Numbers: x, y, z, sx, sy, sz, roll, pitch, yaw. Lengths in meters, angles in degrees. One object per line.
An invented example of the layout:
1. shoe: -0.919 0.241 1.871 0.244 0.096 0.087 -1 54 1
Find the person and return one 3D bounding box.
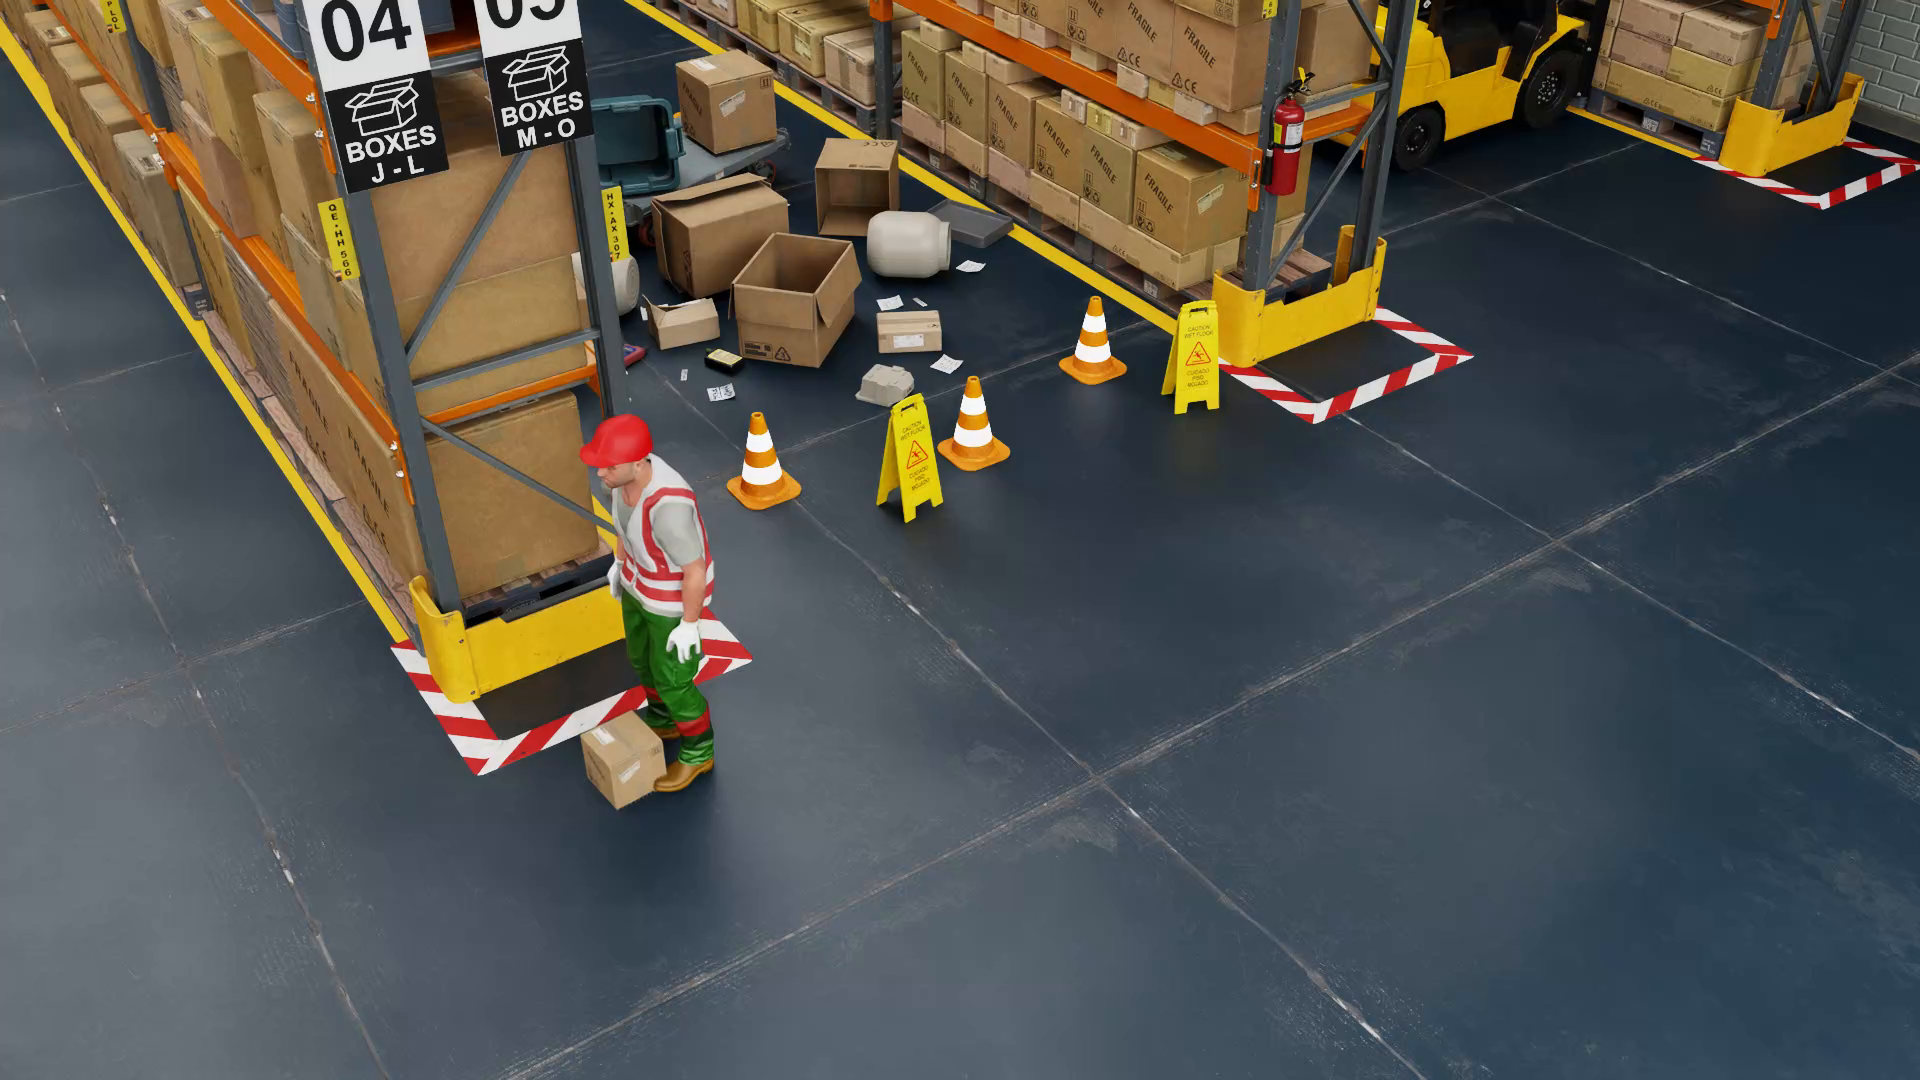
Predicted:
1. person: -1.225 0.235 6.668 0.451 1.777 0.610 -25 43 -30
